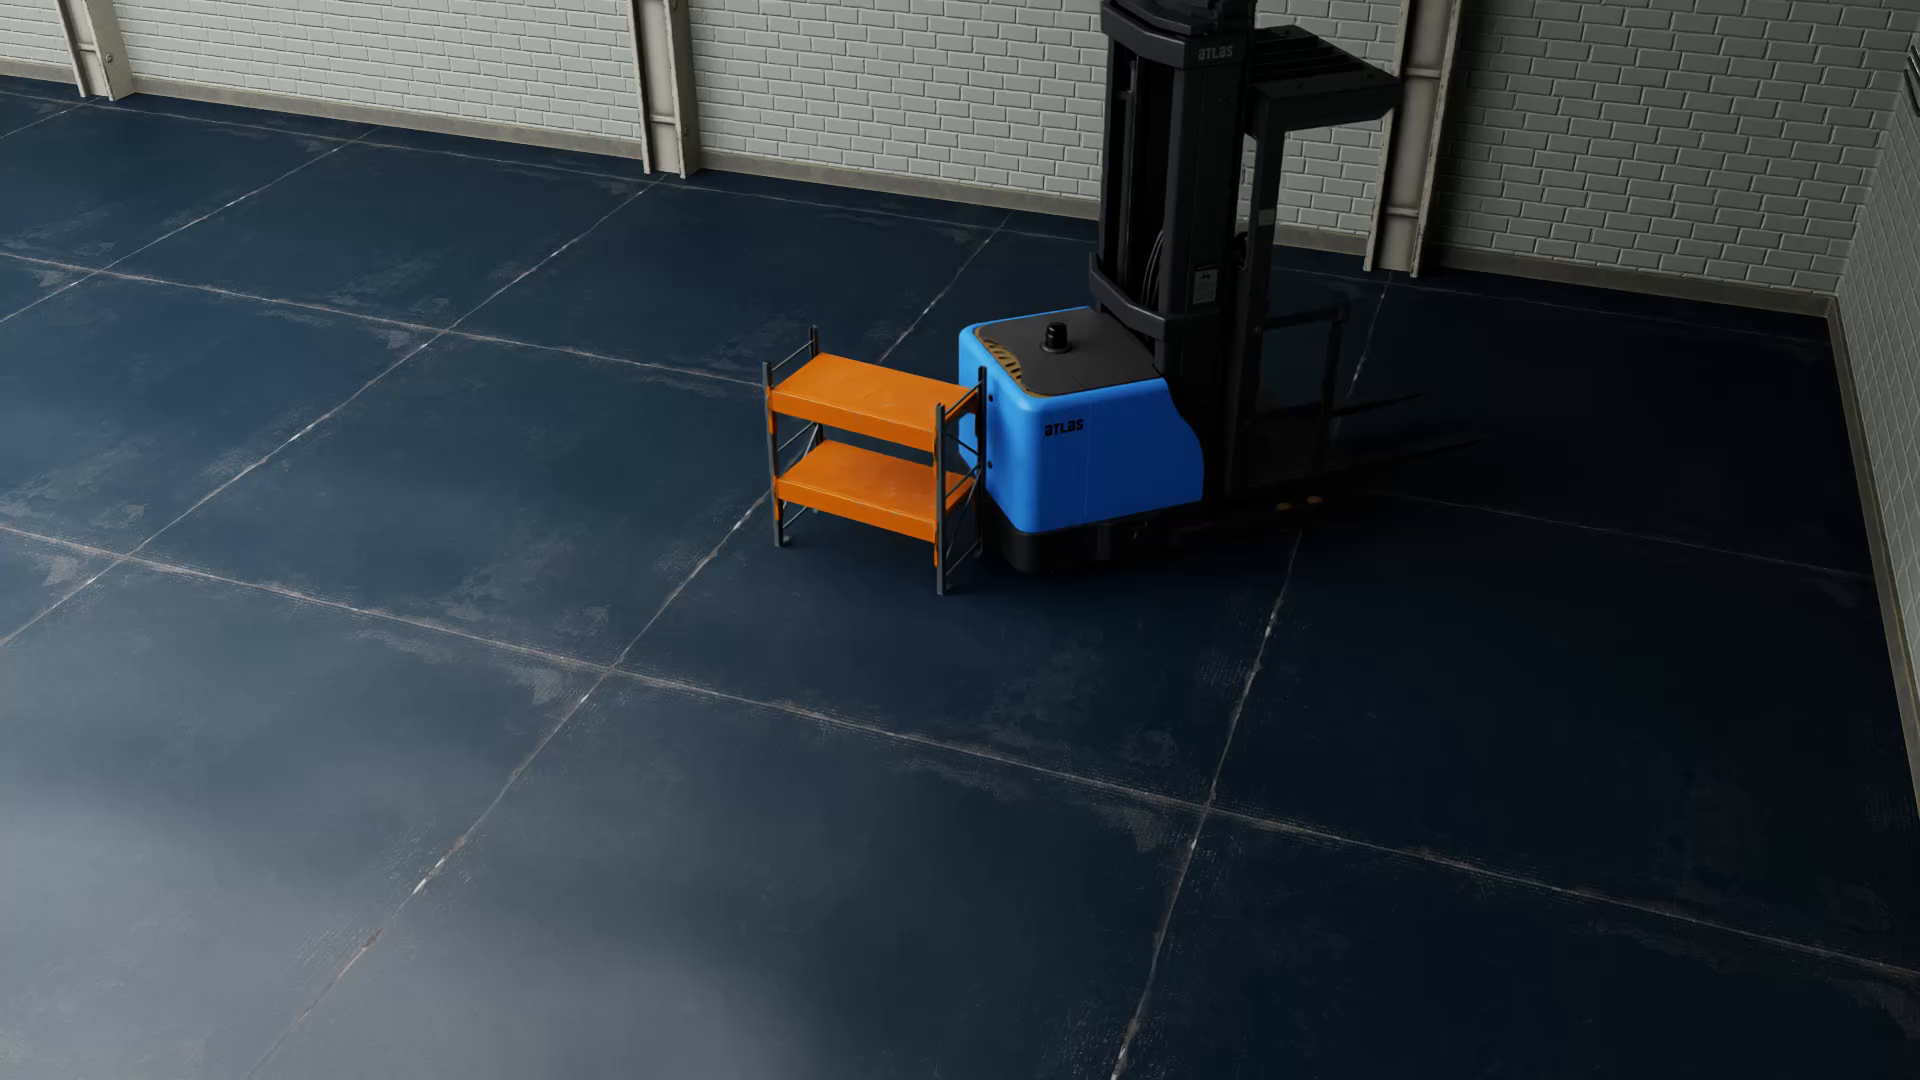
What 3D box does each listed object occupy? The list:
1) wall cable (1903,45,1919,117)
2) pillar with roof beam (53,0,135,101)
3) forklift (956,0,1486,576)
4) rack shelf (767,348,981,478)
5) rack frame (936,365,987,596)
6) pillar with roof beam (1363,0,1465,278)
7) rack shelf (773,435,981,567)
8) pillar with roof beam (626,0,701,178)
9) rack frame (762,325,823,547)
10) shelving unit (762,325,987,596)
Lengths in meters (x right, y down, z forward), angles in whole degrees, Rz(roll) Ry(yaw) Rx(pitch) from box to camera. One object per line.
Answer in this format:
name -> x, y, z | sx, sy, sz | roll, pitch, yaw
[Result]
wall cable -> 5.551, -3.299, 8.895 | 0.112, 2.526, 3.097 | 11, 34, 16
pillar with roof beam -> -9.525, -5.816, 9.930 | 0.400, 9.000, 9.100 | 11, 34, 16
forklift -> 1.552, -1.531, 8.887 | 3.031, 2.935, 1.130 | -11, 35, -17
rack shelf -> -0.441, -0.676, 8.688 | 1.000, 0.278, 0.538 | 16, 36, 23
rack frame -> 0.009, -0.302, 8.649 | 0.032, 1.125, 0.500 | 16, 36, 23
pillar with roof beam -> 1.771, -3.620, 6.529 | 0.400, 9.000, 9.100 | 11, 34, 16
rack shelf -> -0.441, -0.224, 8.979 | 1.000, 0.278, 0.538 | 16, 36, 23
pillar with roof beam -> -3.877, -4.718, 8.229 | 0.400, 9.000, 9.100 | 11, 34, 16
rack frame -> -0.892, -0.557, 9.044 | 0.032, 1.125, 0.500 | 16, 36, 23
shelving unit -> -0.441, -0.430, 8.847 | 1.048, 1.125, 0.538 | 16, 36, 23
